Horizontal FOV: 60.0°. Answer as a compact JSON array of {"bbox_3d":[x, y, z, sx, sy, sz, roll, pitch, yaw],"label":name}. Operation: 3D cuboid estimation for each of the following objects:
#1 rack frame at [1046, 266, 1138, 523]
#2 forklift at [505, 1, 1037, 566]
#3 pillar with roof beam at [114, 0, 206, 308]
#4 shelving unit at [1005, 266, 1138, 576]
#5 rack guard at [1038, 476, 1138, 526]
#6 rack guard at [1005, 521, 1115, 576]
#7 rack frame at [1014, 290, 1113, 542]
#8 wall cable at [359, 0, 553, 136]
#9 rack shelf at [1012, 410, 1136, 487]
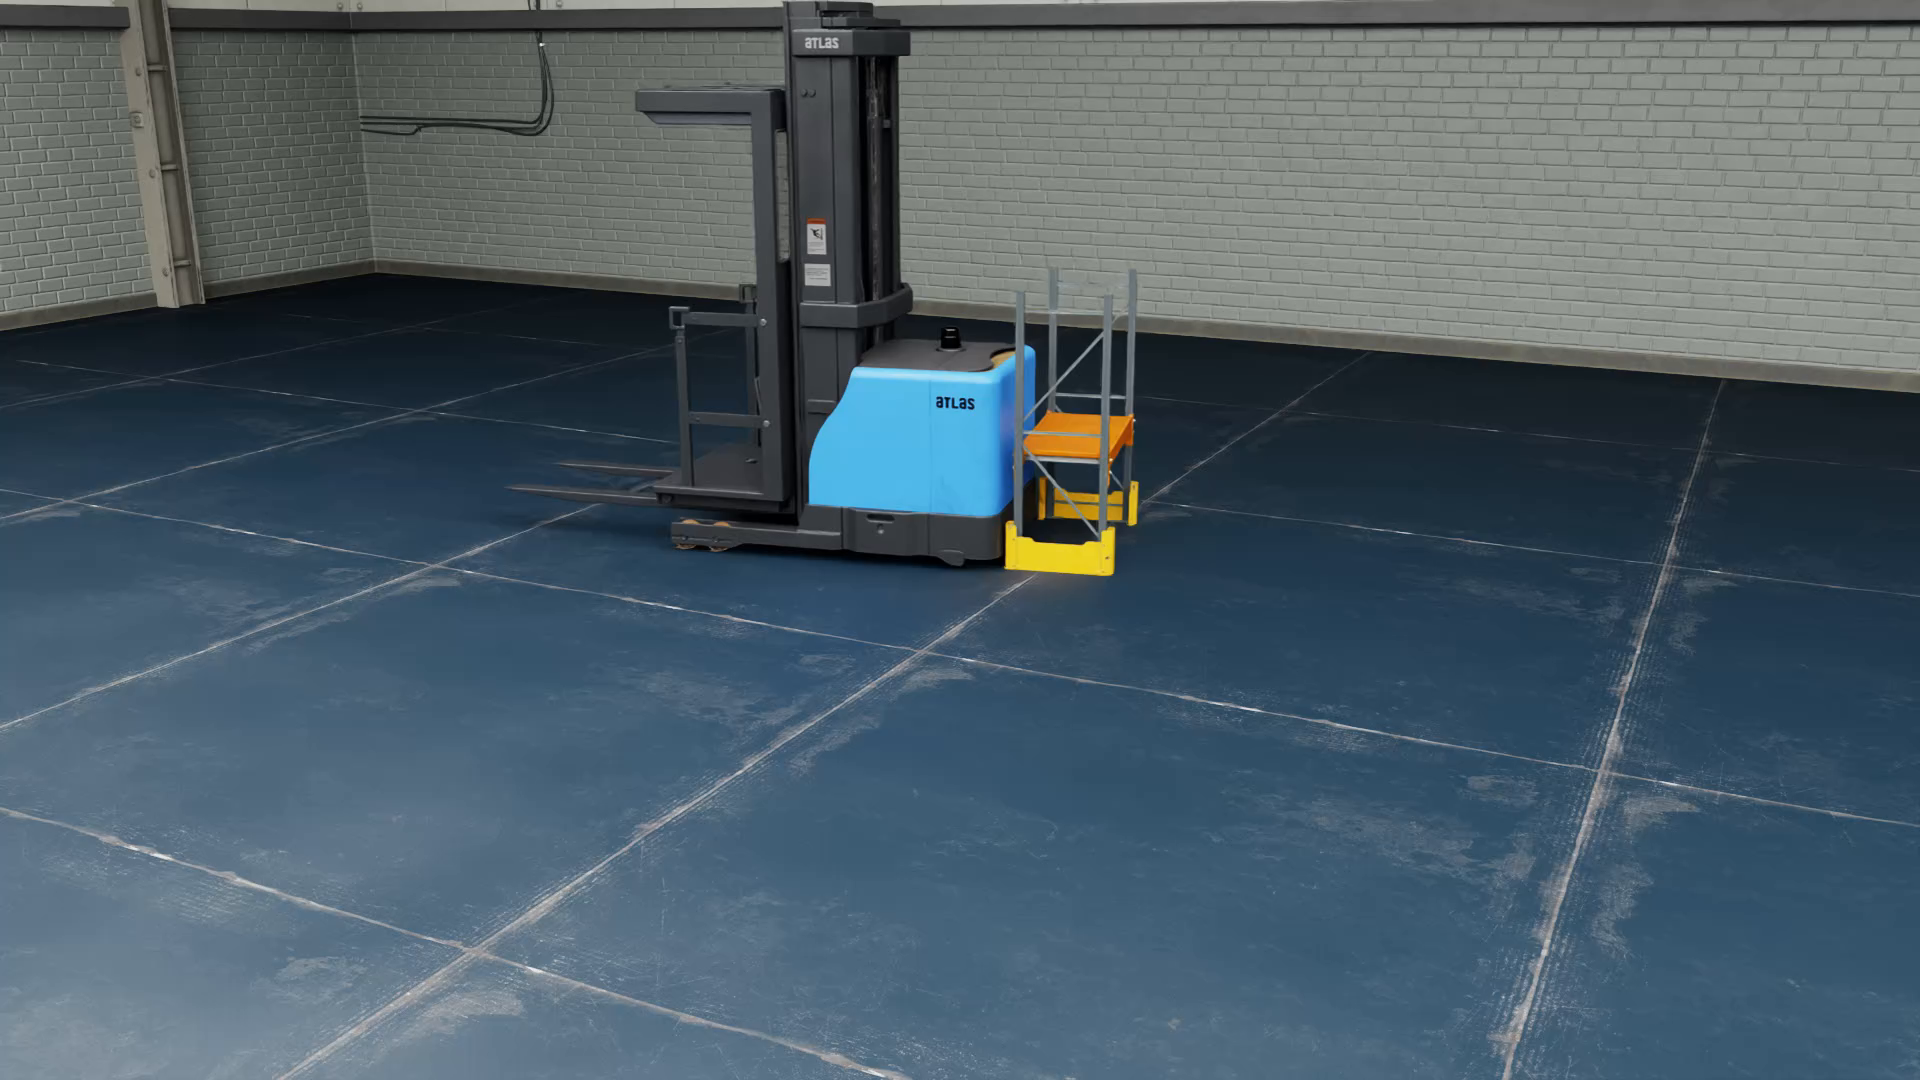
[{"bbox_3d":[0.763,-0.836,9.706,0.500,1.500,0.032,4,17,12],"label":"rack frame"},{"bbox_3d":[-1.128,-1.477,9.349,3.031,2.935,1.130,4,17,15],"label":"forklift"},{"bbox_3d":[-4.670,-6.340,15.066,9.100,9.000,0.400,8,18,25],"label":"pillar with roof beam"},{"bbox_3d":[0.647,-0.693,9.223,0.587,1.500,1.083,4,17,12],"label":"shelving unit"},{"bbox_3d":[0.759,-0.232,9.866,0.587,0.250,0.087,4,17,12],"label":"rack guard"},{"bbox_3d":[0.536,0.044,8.936,0.587,0.250,0.087,4,17,12],"label":"rack guard"},{"bbox_3d":[0.536,-0.554,8.756,0.500,1.500,0.032,4,17,12],"label":"rack frame"},{"bbox_3d":[-6.022,-5.982,19.313,3.097,2.526,0.112,8,18,25],"label":"wall cable"},{"bbox_3d":[0.649,-0.523,9.283,0.538,0.185,1.000,4,17,12],"label":"rack shelf"}]
